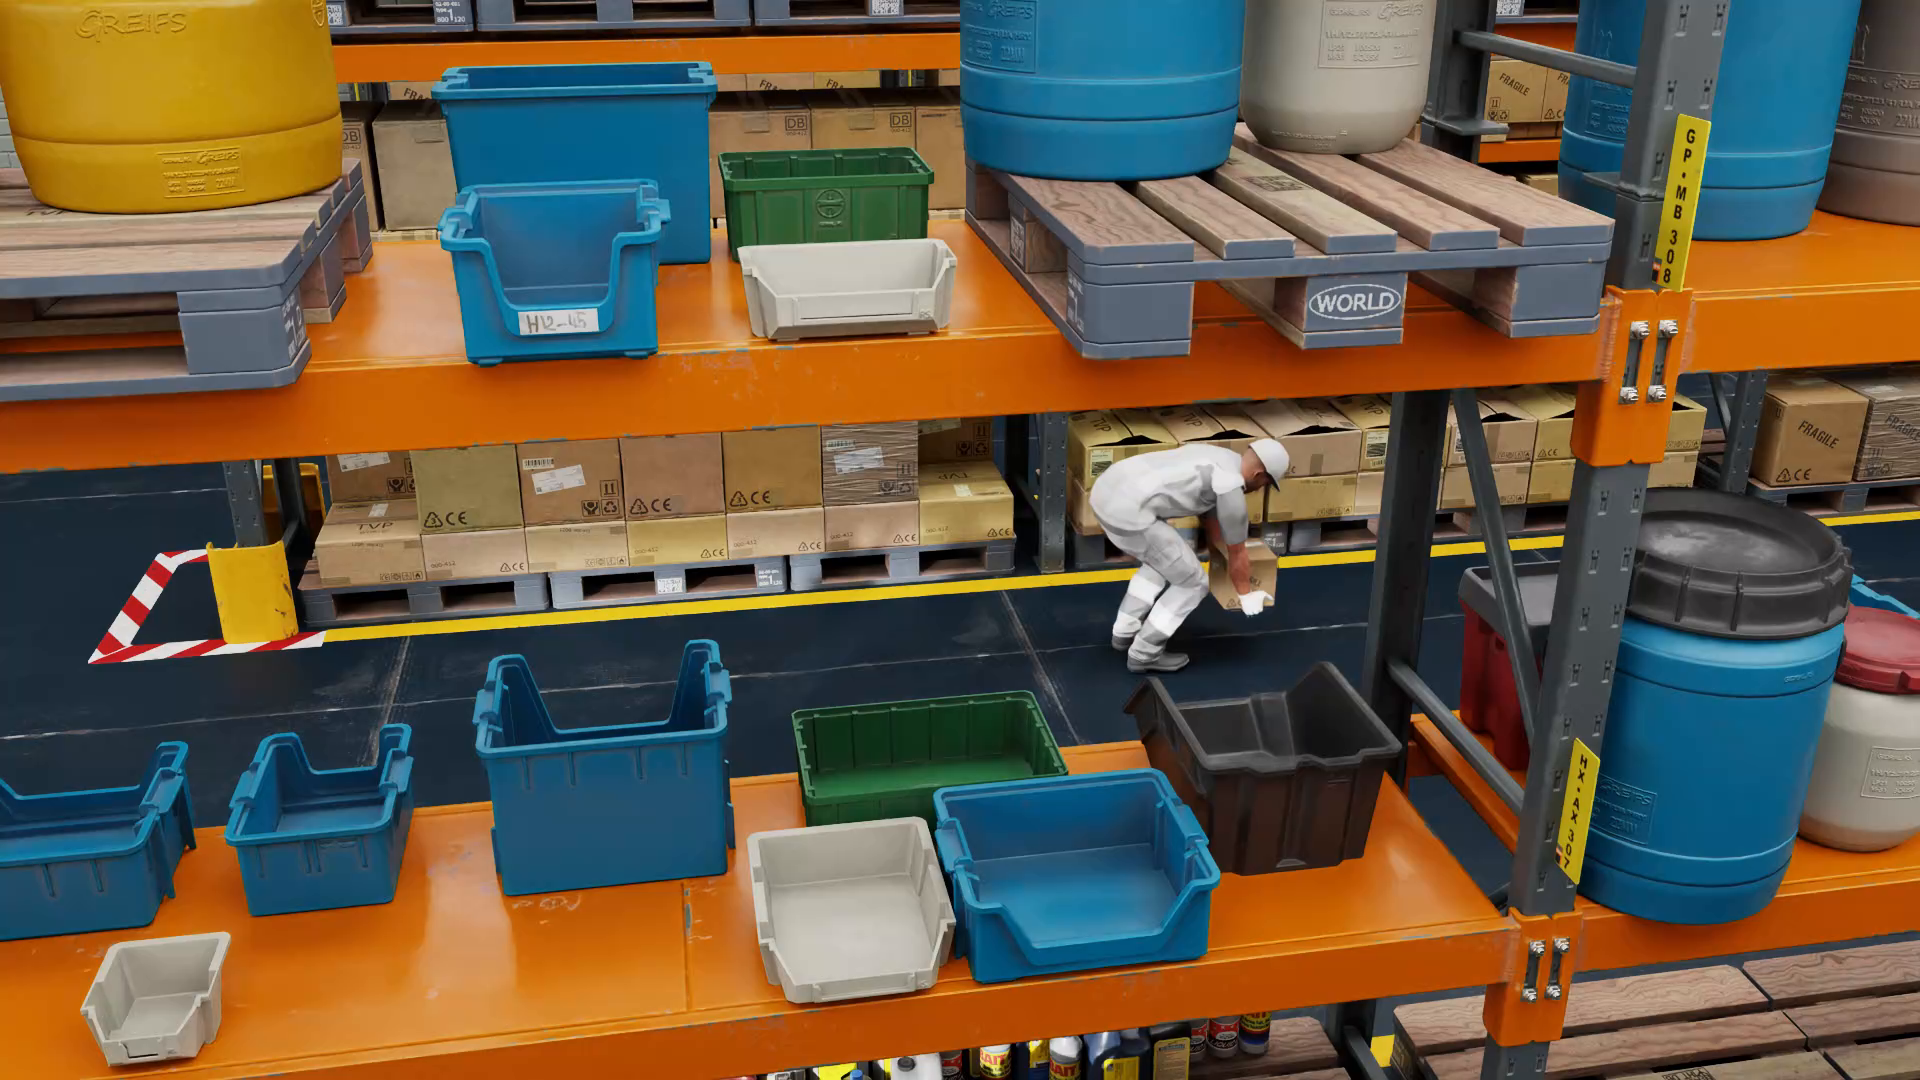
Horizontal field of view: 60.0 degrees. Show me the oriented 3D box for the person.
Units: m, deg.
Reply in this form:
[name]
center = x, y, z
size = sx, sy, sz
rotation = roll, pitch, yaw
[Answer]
[person]
center = 1.080, 0.057, 7.863
size = 0.958, 1.055, 0.530
rotation = -6, 24, -13
